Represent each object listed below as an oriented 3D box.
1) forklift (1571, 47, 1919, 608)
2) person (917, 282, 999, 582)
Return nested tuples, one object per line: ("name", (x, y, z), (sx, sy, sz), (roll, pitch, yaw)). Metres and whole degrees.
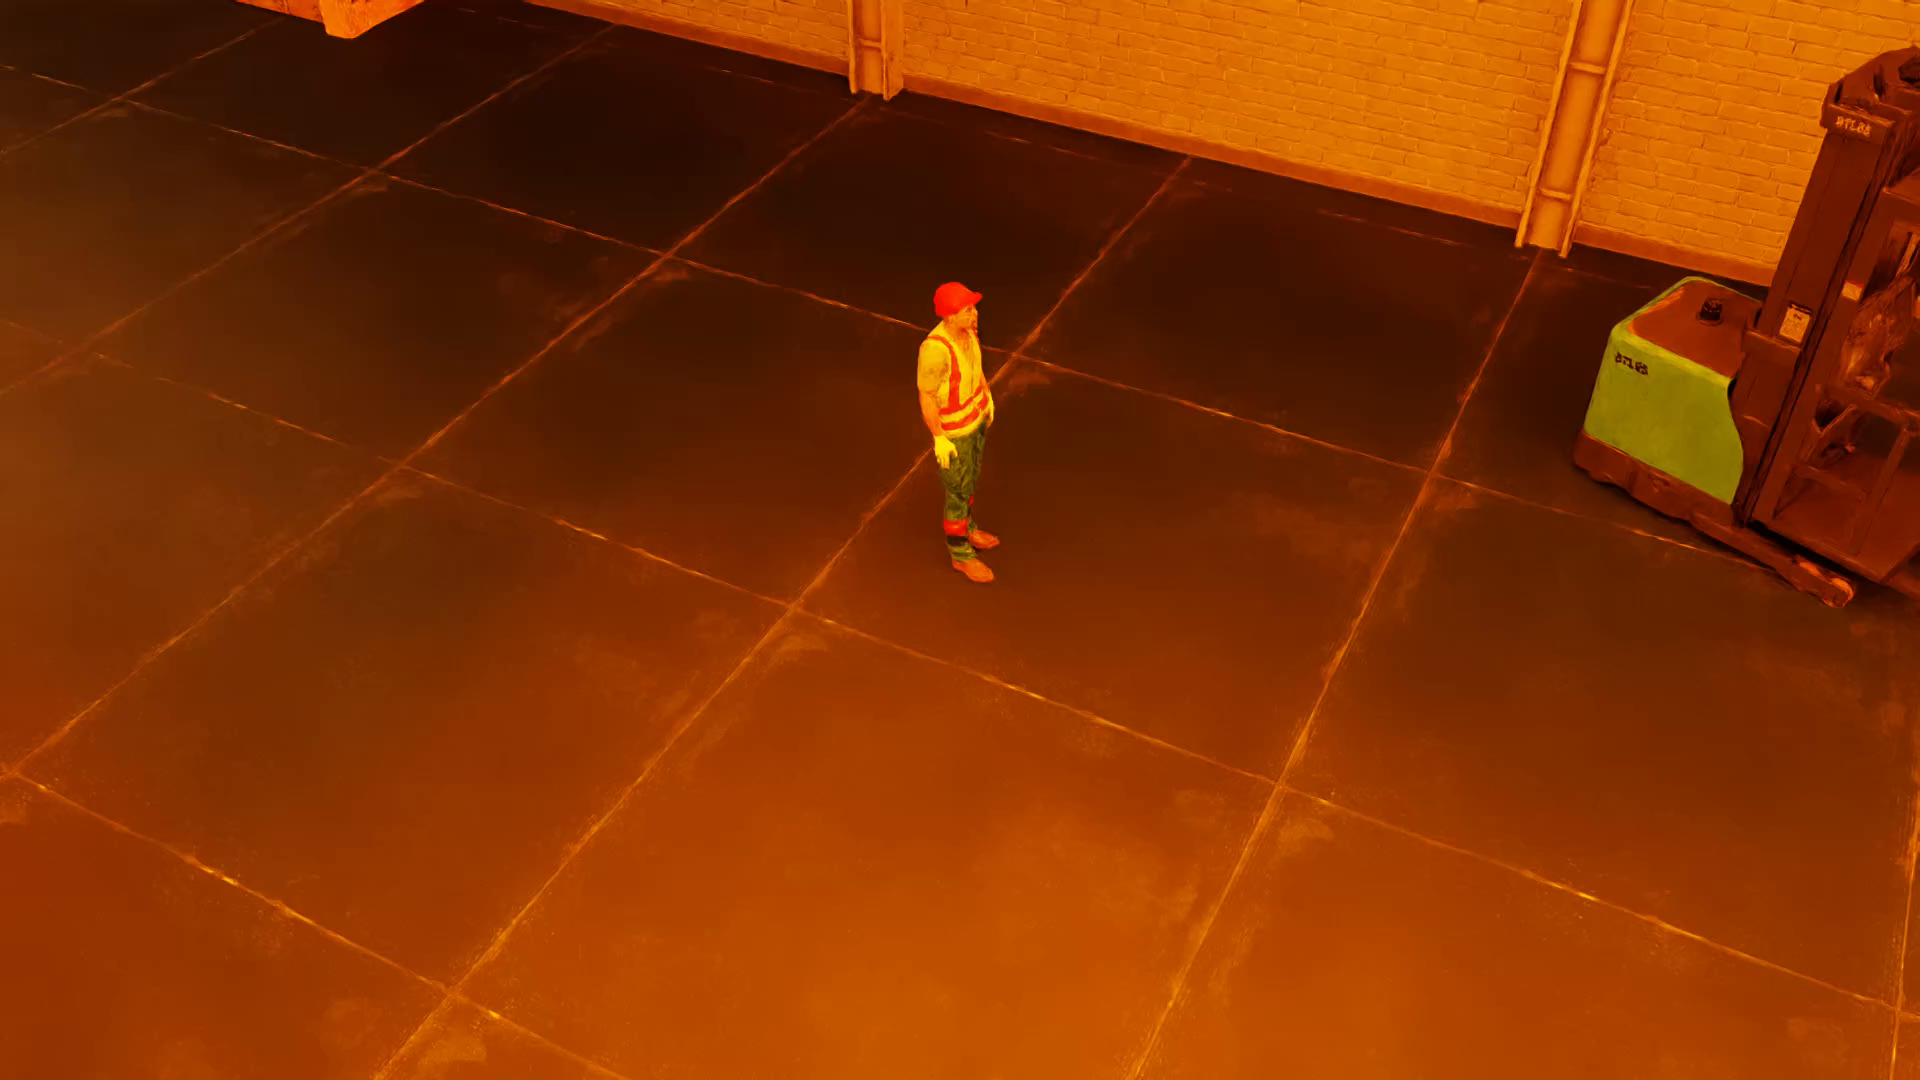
("forklift", (5.330, -1.103, 9.296), (1.130, 2.935, 3.031), (-31, 49, -31))
("person", (0.066, -0.660, 9.645), (0.563, 1.787, 0.637), (18, 43, 21))
